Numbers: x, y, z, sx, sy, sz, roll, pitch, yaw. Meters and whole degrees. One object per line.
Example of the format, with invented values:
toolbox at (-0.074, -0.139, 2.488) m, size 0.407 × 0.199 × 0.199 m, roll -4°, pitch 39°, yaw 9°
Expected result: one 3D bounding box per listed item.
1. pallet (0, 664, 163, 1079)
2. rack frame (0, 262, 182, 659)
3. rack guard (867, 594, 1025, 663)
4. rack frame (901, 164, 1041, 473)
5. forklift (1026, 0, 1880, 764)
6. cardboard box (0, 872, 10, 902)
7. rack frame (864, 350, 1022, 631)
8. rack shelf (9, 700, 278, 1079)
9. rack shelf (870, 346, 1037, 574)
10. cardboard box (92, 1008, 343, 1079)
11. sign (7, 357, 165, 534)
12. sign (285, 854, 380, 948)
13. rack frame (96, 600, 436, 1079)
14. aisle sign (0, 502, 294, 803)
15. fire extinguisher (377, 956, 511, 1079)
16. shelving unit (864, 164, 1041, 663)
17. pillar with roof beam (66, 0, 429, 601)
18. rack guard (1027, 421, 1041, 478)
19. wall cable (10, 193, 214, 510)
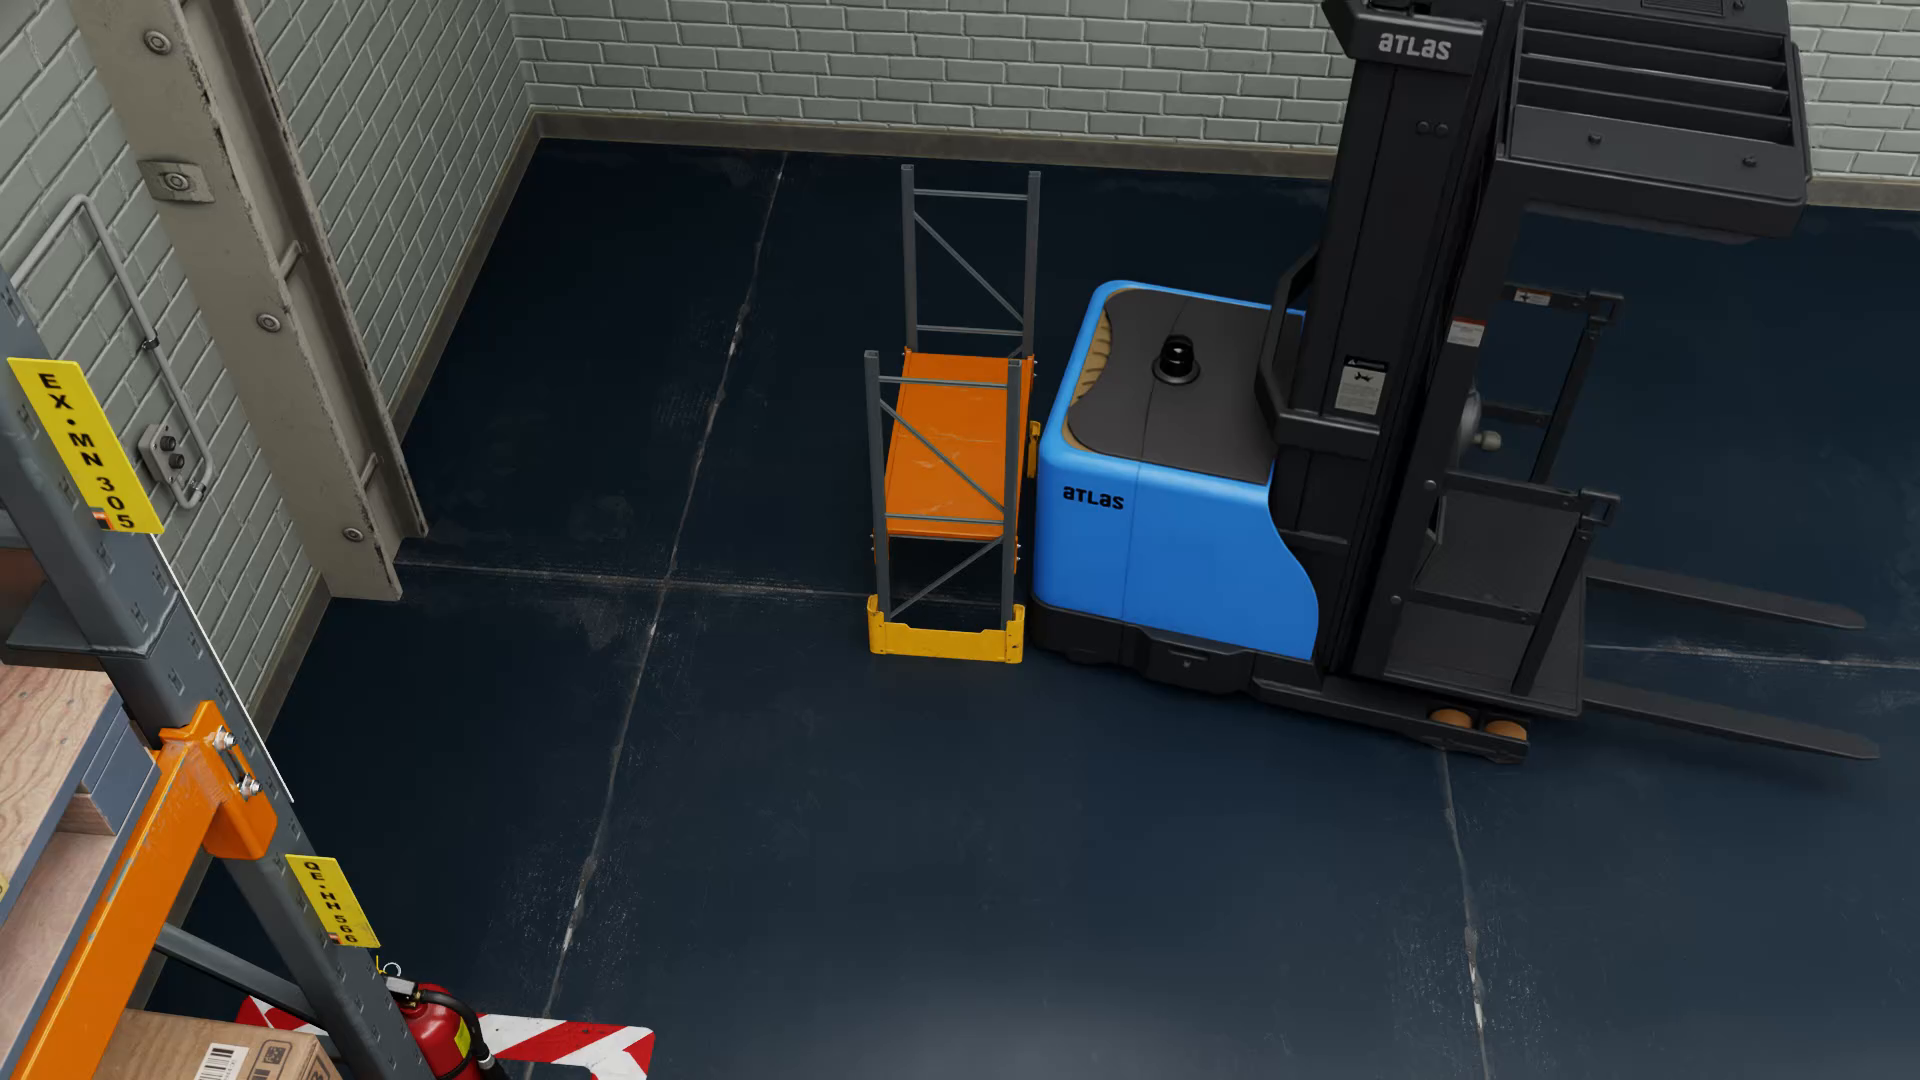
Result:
pallet at (-1.790, 0.678, 2.150) m, size 1.003 × 0.211 × 1.213 m, roll 4°, pitch 48°, yaw 4°
rack frame at (-1.733, -0.910, 1.510) m, size 1.000 × 3.000 × 0.127 m, roll 4°, pitch 48°, yaw 4°
rack guard at (-0.052, 0.338, 6.298) m, size 0.587 × 0.250 × 0.087 m, roll 4°, pitch 48°, yaw 4°
rack frame at (0.039, -0.817, 6.507) m, size 0.500 × 1.500 × 0.032 m, roll 4°, pitch 48°, yaw 4°
forklift at (1.830, -0.619, 5.356) m, size 3.031 × 2.935 × 1.130 m, roll 12°, pitch 49°, yaw 11°
cardboard box at (-1.536, 0.534, 1.972) m, size 0.500 × 0.250 × 0.500 m, roll 5°, pitch 48°, yaw 5°
rack frame at (-0.054, -0.070, 5.824) m, size 0.500 × 1.500 × 0.032 m, roll 4°, pitch 48°, yaw 4°
rack shelf at (-1.916, 1.815, 1.538) m, size 1.077 × 0.370 × 4.000 m, roll 4°, pitch 48°, yaw 4°
rack shelf at (-0.008, -0.322, 6.298) m, size 0.538 × 0.185 × 1.000 m, roll 4°, pitch 48°, yaw 4°
cardboard box at (-1.770, 1.389, 3.269) m, size 0.980 × 0.700 × 0.700 m, roll 6°, pitch 48°, yaw 5°
sign at (-1.194, -0.123, 2.276) m, size 0.100 × 0.325 × 0.005 m, roll 4°, pitch 48°, yaw 4°
sign at (-1.194, 0.691, 3.166) m, size 0.100 × 0.325 × 0.005 m, roll 4°, pitch 48°, yaw 4°
rack frame at (-1.733, 1.115, 3.724) m, size 1.000 × 3.000 × 0.127 m, roll 4°, pitch 48°, yaw 4°
aisle sign at (-1.428, 0.205, 2.794) m, size 0.394 × 0.787 × 0.004 m, roll 4°, pitch 48°, yaw 4°
fire extinguisher at (-1.260, 1.187, 3.963) m, size 0.296 × 0.674 × 0.183 m, roll 4°, pitch 48°, yaw 4°
shelving unit at (-0.007, -0.450, 6.171) m, size 0.587 × 1.500 × 1.083 m, roll 4°, pitch 48°, yaw 4°
pillar with roof beam at (1.939, -2.663, 3.113) m, size 9.100 × 9.000 × 0.400 m, roll 4°, pitch 48°, yaw 4°
rack guard at (0.038, -0.394, 6.967) m, size 0.587 × 0.250 × 0.087 m, roll 4°, pitch 48°, yaw 4°
wall cable at (-2.559, -0.233, 4.267) m, size 0.084 × 1.984 × 1.851 m, roll 4°, pitch 48°, yaw 4°
